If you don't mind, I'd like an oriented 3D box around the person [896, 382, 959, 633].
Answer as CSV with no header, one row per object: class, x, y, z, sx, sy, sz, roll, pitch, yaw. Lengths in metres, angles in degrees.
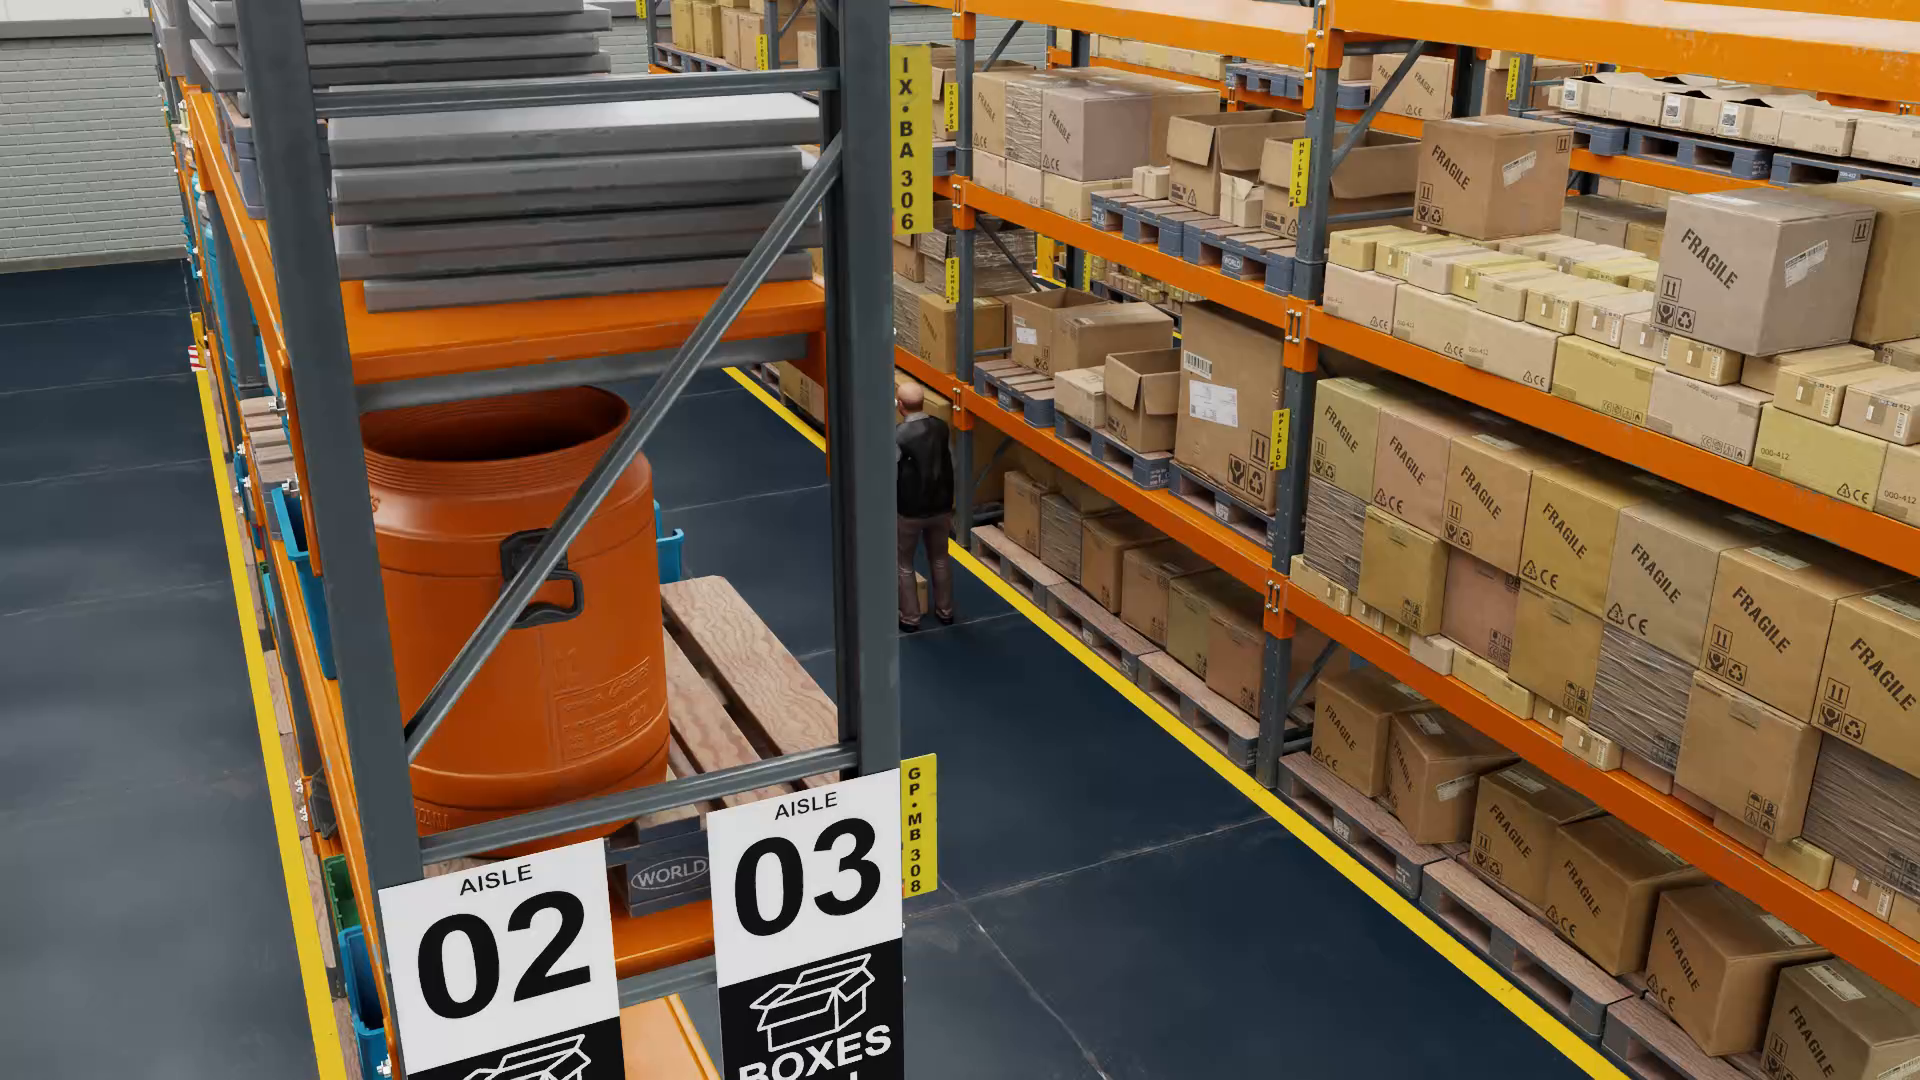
person,-0.269,-0.210,11.143,0.589,1.720,0.427,-12,25,-27
